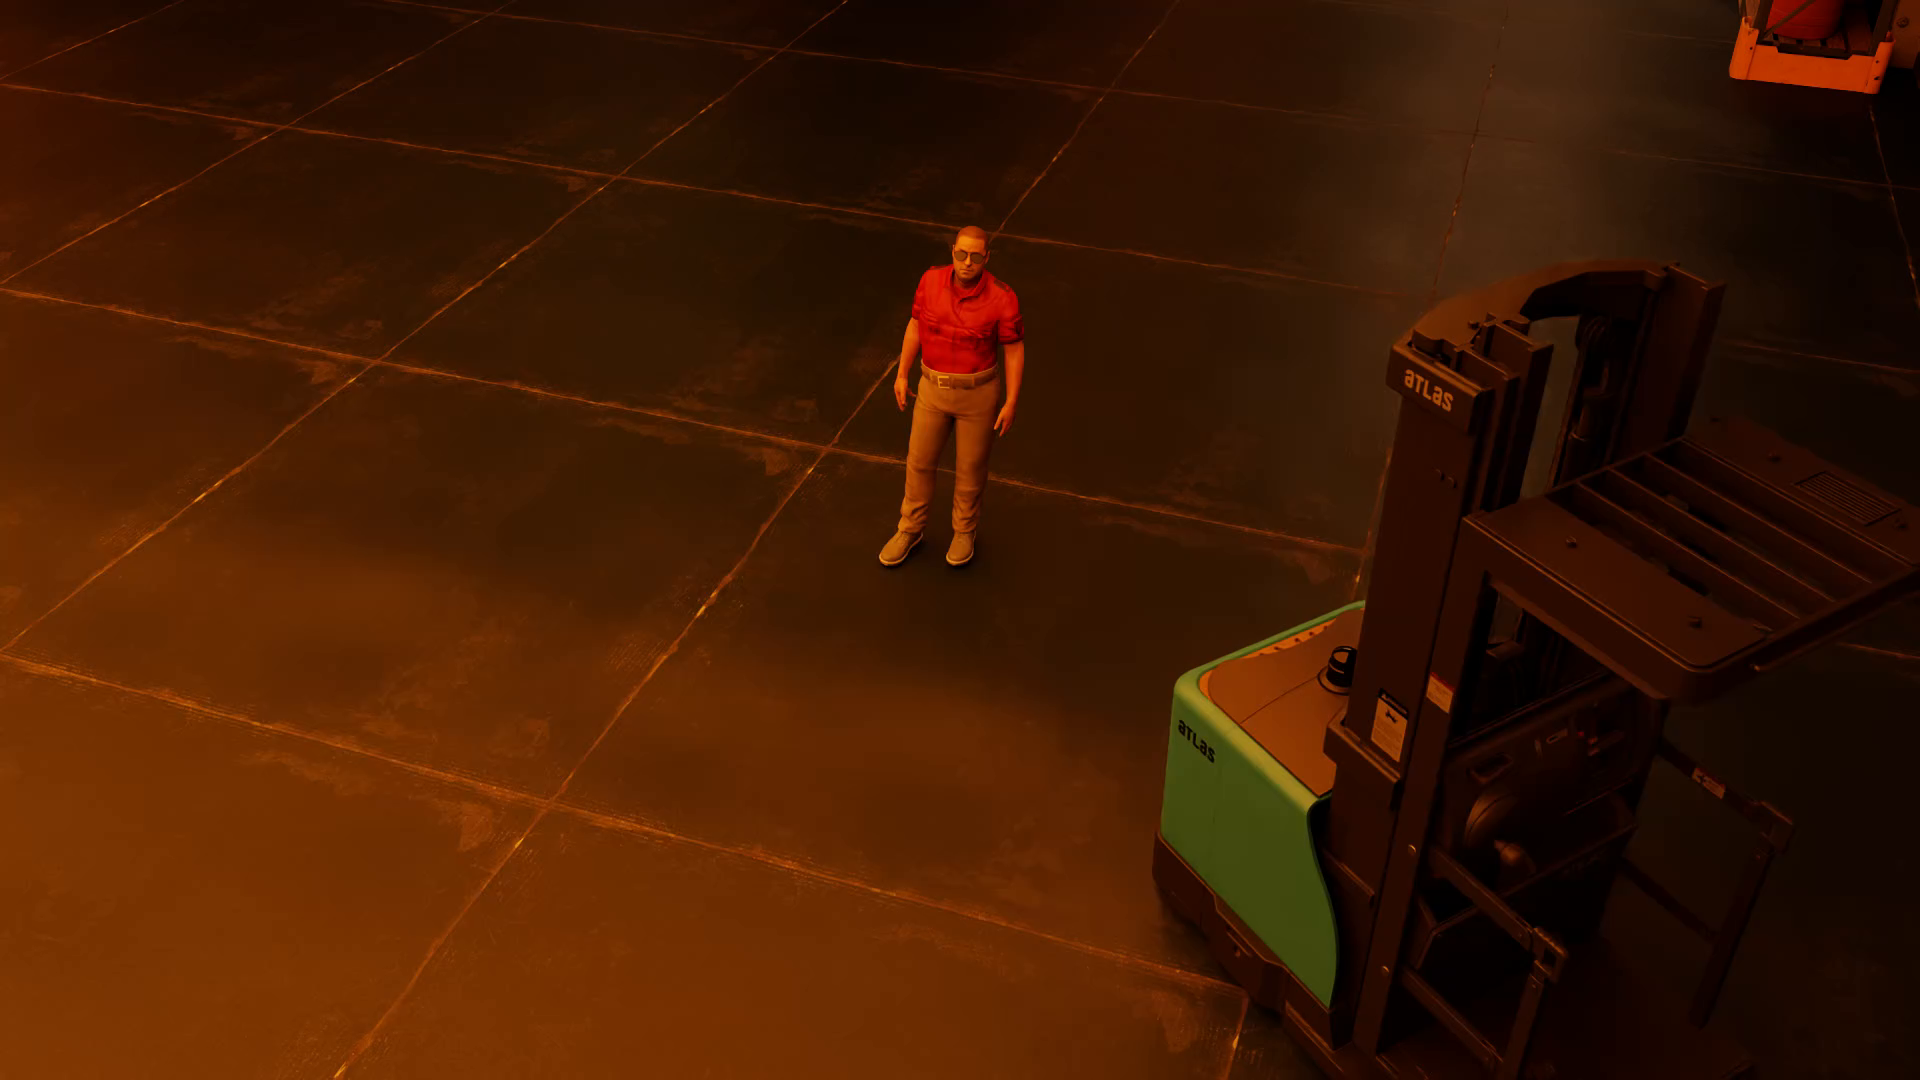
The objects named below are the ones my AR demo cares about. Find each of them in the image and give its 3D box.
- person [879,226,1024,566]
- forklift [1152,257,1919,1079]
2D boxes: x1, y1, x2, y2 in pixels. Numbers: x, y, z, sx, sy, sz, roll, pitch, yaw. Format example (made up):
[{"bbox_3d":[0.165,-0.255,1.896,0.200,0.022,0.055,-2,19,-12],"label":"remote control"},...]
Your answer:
[{"bbox_3d":[-0.041,-0.664,8.076,0.640,1.727,0.551,12,37,16],"label":"person"},{"bbox_3d":[1.958,0.767,5.029,1.130,2.935,3.031,-19,40,-25],"label":"forklift"}]
